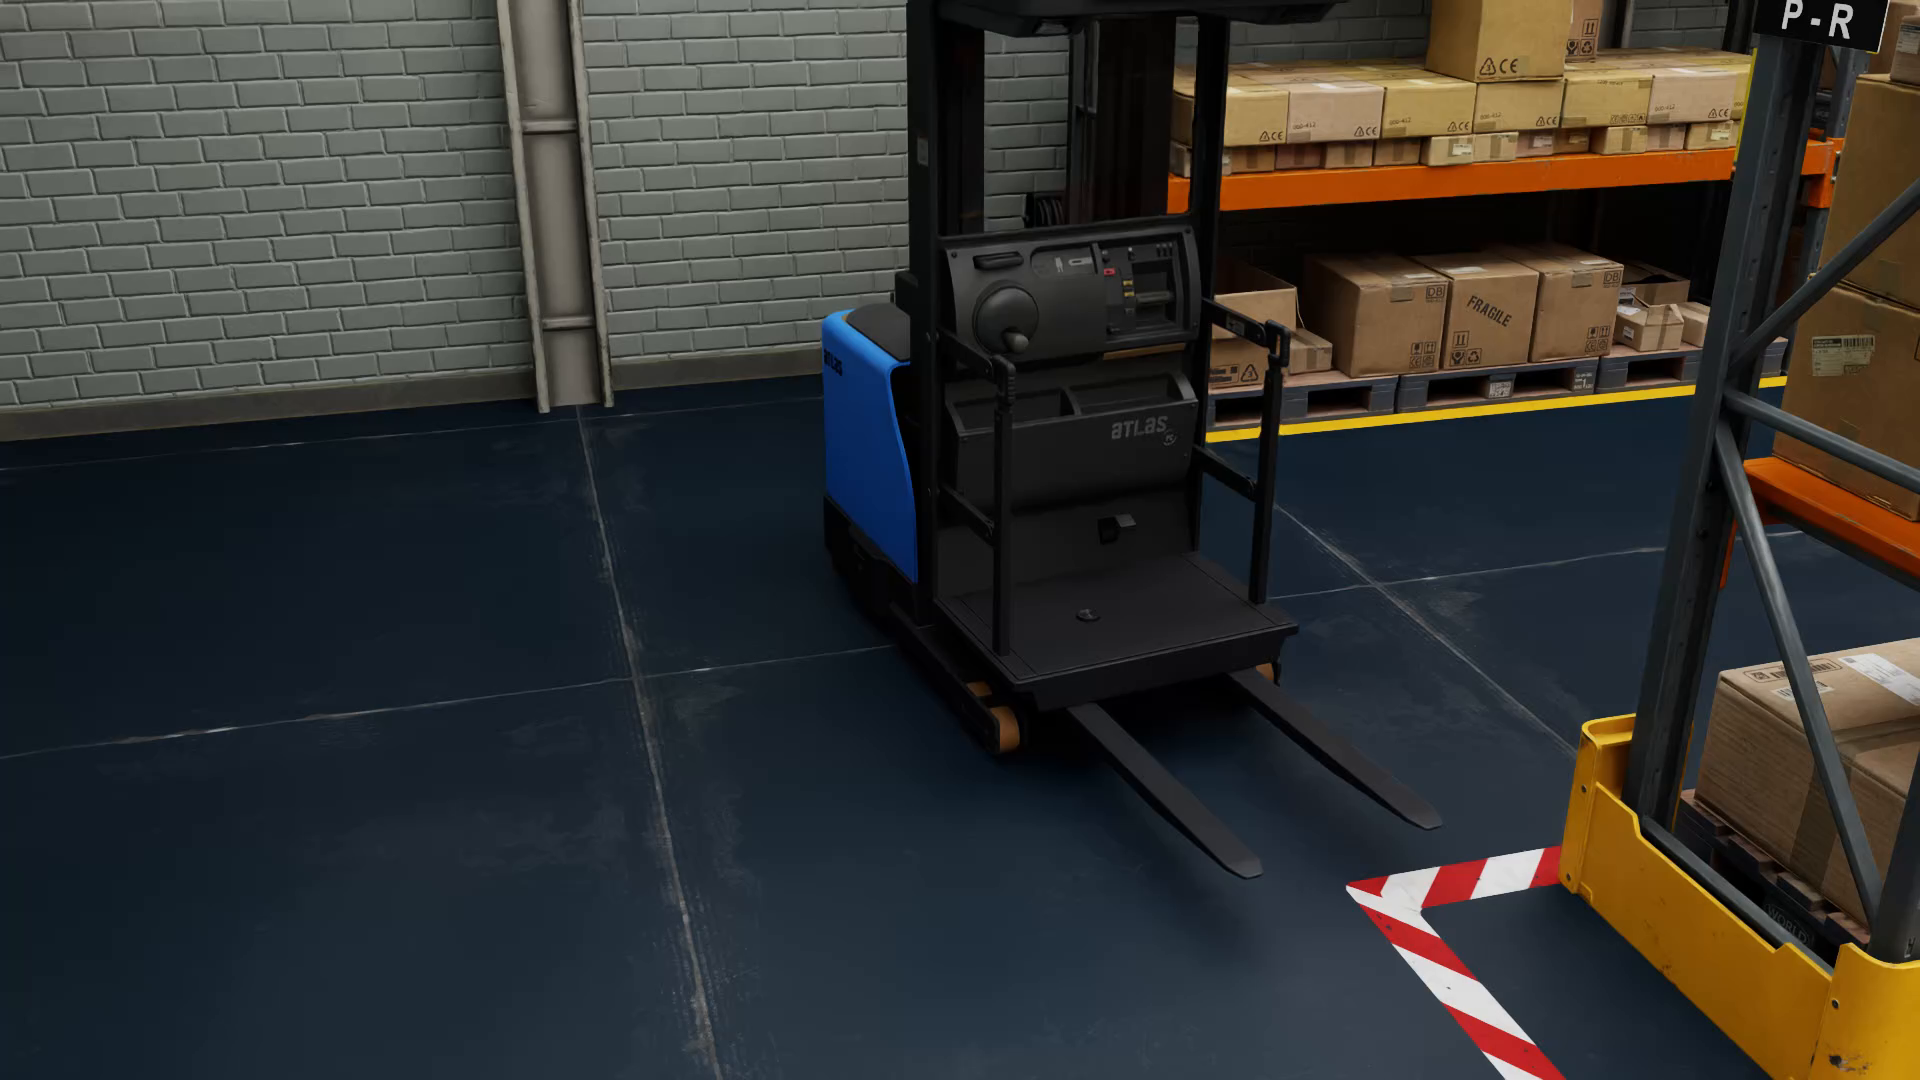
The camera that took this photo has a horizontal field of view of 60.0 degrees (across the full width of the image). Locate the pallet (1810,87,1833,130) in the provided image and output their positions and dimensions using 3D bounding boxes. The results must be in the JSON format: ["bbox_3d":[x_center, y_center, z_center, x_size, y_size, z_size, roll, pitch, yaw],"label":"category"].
[{"bbox_3d":[5.405,-2.459,9.419,1.213,0.211,1.003,-6,24,-14],"label":"pallet"}]

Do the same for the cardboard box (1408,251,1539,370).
[{"bbox_3d":[2.739,-1.245,8.985,0.500,0.500,0.500,-6,24,-13],"label":"cardboard box"}]

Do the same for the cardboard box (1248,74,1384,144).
[{"bbox_3d":[1.750,-2.145,8.257,0.500,0.250,0.500,-6,24,-14],"label":"cardboard box"}]

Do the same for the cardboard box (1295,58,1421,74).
[{"bbox_3d":[2.101,-2.400,8.852,0.500,0.250,0.500,-6,24,-13],"label":"cardboard box"}]

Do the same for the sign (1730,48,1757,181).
[{"bbox_3d":[1.966,-1.041,4.104,0.005,0.325,0.100,-6,24,-14],"label":"sign"}]

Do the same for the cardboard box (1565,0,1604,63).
[{"bbox_3d":[3.100,-2.858,8.969,0.500,0.500,0.500,-7,24,-16],"label":"cardboard box"}]

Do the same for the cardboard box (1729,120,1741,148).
[{"bbox_3d":[4.122,-2.222,8.943,0.250,0.149,0.380,-6,24,-13],"label":"cardboard box"}]

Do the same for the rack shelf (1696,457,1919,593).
[{"bbox_3d":[4.025,-0.075,4.534,4.000,0.370,1.077,-6,24,-14],"label":"rack shelf"}]

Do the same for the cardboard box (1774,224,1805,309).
[{"bbox_3d":[4.999,-1.712,10.073,0.500,0.500,0.500,-6,24,-15],"label":"cardboard box"}]

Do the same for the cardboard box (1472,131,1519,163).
[{"bbox_3d":[2.647,-2.047,8.534,0.250,0.149,0.380,-6,24,-13],"label":"cardboard box"}]

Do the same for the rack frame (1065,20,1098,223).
[{"bbox_3d":[0.755,-2.077,8.287,0.127,3.000,1.000,-6,24,-14],"label":"rack frame"}]

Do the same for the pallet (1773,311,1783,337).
[{"bbox_3d":[5.379,-1.323,10.065,1.213,0.211,1.003,-6,24,-14],"label":"pallet"}]

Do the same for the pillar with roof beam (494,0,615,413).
[{"bbox_3d":[-0.922,-3.255,3.423,0.400,9.000,9.100,-6,24,-14],"label":"pillar with roof beam"}]

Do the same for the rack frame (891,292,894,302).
[{"bbox_3d":[-0.249,-0.531,7.156,0.008,1.050,0.200,-10,25,-22],"label":"rack frame"}]

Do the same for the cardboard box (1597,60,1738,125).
[{"bbox_3d":[3.703,-2.365,8.771,0.500,0.250,0.500,-6,24,-14],"label":"cardboard box"}]

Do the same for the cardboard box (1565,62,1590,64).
[{"bbox_3d":[3.078,-2.510,9.110,0.500,0.250,0.500,-6,24,-13],"label":"cardboard box"}]

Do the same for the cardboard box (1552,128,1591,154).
[{"bbox_3d":[3.102,-2.145,8.762,0.250,0.149,0.380,-6,24,-14],"label":"cardboard box"}]

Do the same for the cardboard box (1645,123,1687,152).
[{"bbox_3d":[3.619,-2.167,8.816,0.250,0.149,0.380,-6,24,-13],"label":"cardboard box"}]

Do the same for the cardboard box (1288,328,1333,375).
[{"bbox_3d":[1.789,-1.020,8.905,0.250,0.149,0.380,-7,24,-16],"label":"cardboard box"}]

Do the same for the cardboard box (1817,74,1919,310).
[{"bbox_3d":[2.499,-0.840,4.009,0.500,0.500,0.500,-6,24,-13],"label":"cardboard box"}]

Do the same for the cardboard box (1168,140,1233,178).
[{"bbox_3d":[1.145,-1.893,8.175,0.250,0.149,0.380,-6,24,-15],"label":"cardboard box"}]

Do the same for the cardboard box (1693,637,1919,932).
[{"bbox_3d":[2.708,0.683,4.571,0.875,0.438,0.875,-7,24,-16],"label":"cardboard box"}]

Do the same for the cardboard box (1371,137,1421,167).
[{"bbox_3d":[2.135,-2.012,8.455,0.250,0.149,0.380,-6,24,-14],"label":"cardboard box"}]

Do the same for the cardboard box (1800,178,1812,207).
[{"bbox_3d":[5.007,-1.942,9.411,0.250,0.149,0.380,-7,24,-15],"label":"cardboard box"}]

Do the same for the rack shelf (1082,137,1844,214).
[{"bbox_3d":[2.680,-1.960,8.925,4.000,0.370,1.077,-6,24,-14],"label":"rack shelf"}]

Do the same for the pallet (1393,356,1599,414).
[{"bbox_3d":[2.768,-1.017,9.354,1.213,0.211,1.003,-6,24,-14],"label":"pallet"}]

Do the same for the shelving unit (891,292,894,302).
[{"bbox_3d":[-0.138,-0.551,7.203,0.252,1.050,0.215,-10,25,-22],"label":"shelving unit"}]

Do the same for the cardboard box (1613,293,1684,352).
[{"bbox_3d":[3.805,-1.231,9.249,0.258,0.266,0.396,-5,24,-12],"label":"cardboard box"}]

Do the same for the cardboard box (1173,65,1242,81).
[{"bbox_3d":[1.126,-2.295,8.607,0.500,0.250,0.500,-6,24,-13],"label":"cardboard box"}]

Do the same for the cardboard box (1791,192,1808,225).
[{"bbox_3d":[4.882,-1.994,9.908,0.250,0.149,0.380,-7,24,-16],"label":"cardboard box"}]

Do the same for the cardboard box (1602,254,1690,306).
[{"bbox_3d":[3.906,-1.480,9.772,0.500,0.311,0.500,-5,24,-12],"label":"cardboard box"}]

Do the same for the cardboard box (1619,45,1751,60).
[{"bbox_3d":[4.056,-2.621,9.367,0.500,0.250,0.500,-7,24,-15],"label":"cardboard box"}]

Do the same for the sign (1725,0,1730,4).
[{"bbox_3d":[4.453,-3.246,9.542,0.005,0.325,0.100,-6,24,-14],"label":"sign"}]

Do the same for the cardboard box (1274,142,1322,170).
[{"bbox_3d":[1.621,-1.978,8.375,0.250,0.149,0.380,-7,24,-15],"label":"cardboard box"}]

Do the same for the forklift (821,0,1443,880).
[{"bbox_3d":[0.481,-0.818,5.440,1.130,2.935,3.031,-10,25,-21],"label":"forklift"}]

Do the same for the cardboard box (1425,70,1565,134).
[{"bbox_3d":[2.723,-2.263,8.532,0.500,0.250,0.500,-7,24,-16],"label":"cardboard box"}]
